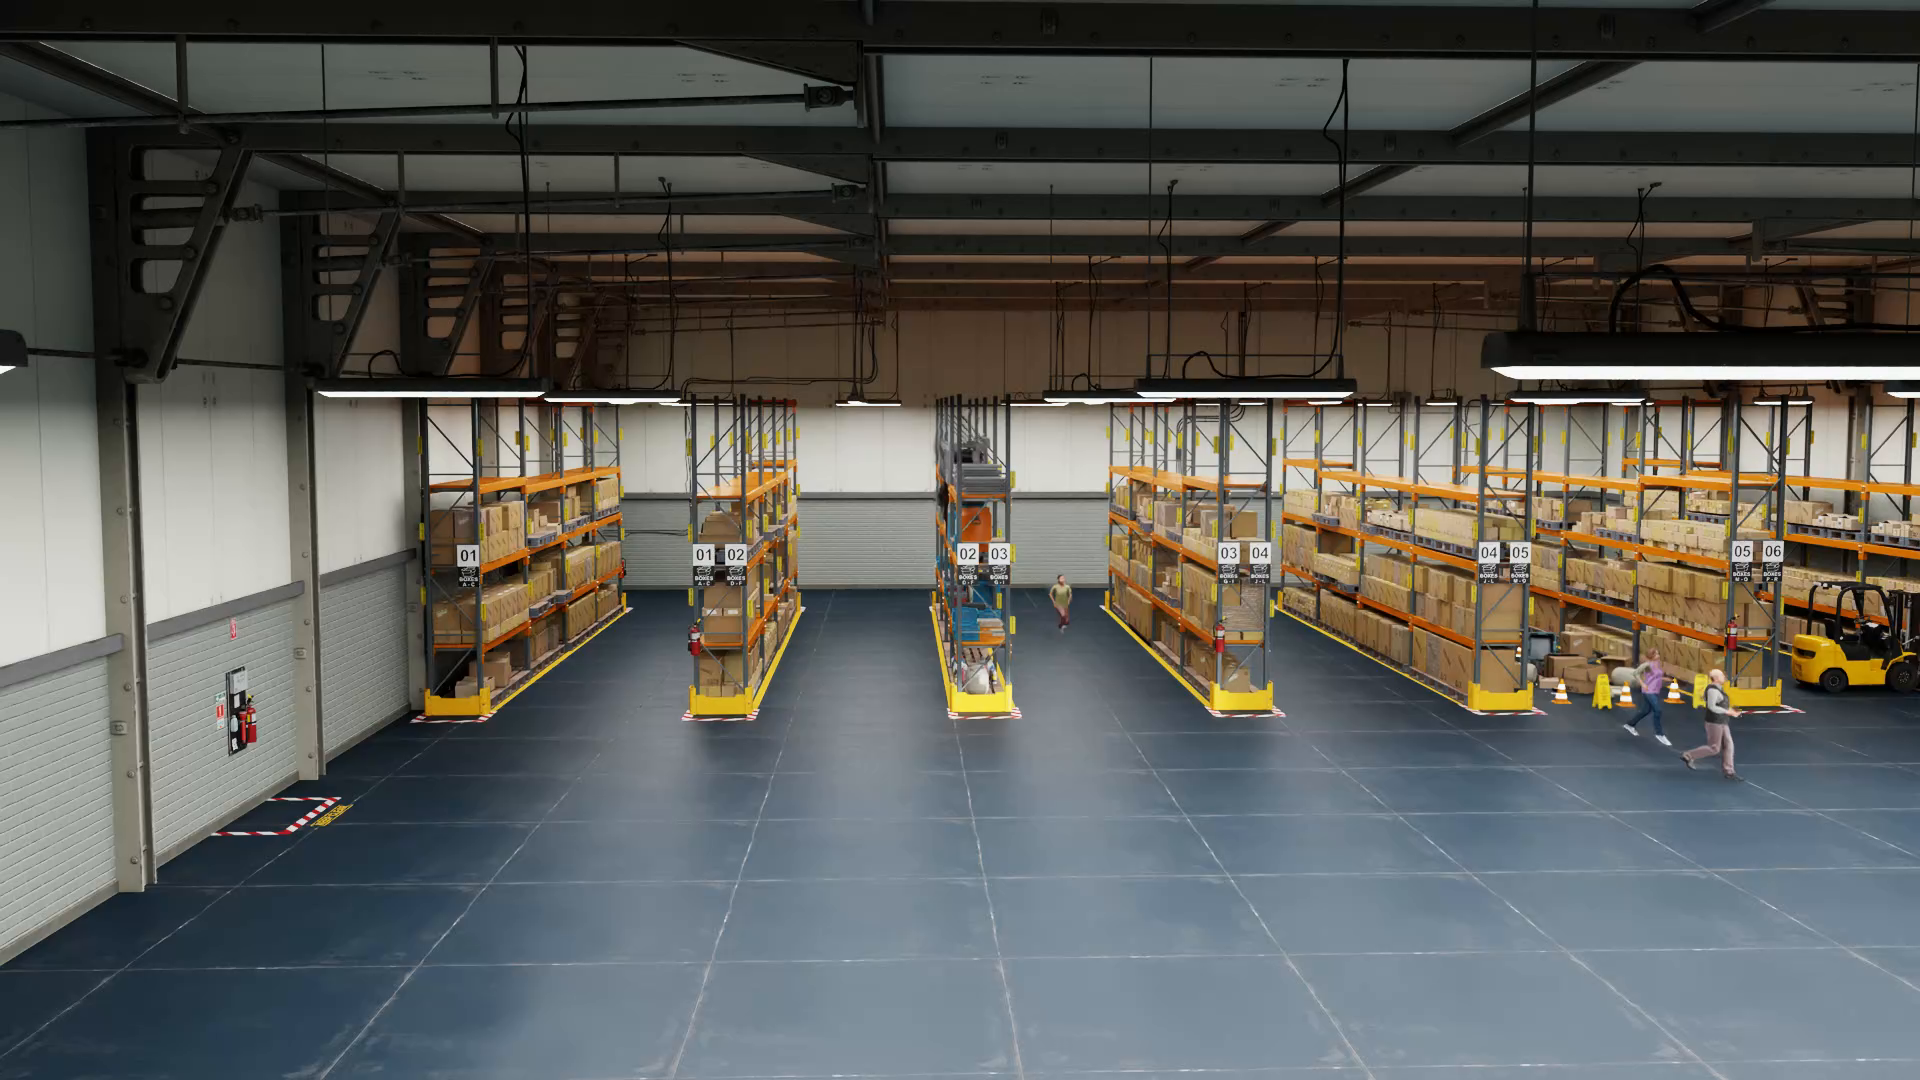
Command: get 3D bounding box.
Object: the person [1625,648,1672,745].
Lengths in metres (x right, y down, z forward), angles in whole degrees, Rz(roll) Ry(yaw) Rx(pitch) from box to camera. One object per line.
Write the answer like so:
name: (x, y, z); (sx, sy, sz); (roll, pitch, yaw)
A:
person: (11.869, 2.662, 28.640); (0.821, 1.629, 0.533); (4, 6, 41)

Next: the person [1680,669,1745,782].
person: (11.651, 2.851, 25.689); (0.922, 1.726, 0.661); (3, 5, 32)

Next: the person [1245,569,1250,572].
person: (8.033, 1.216, 46.884); (0.705, 1.694, 0.727); (1, 5, 11)

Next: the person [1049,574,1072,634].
person: (2.523, 1.615, 41.279); (0.572, 1.538, 0.690); (-1, 5, -9)
